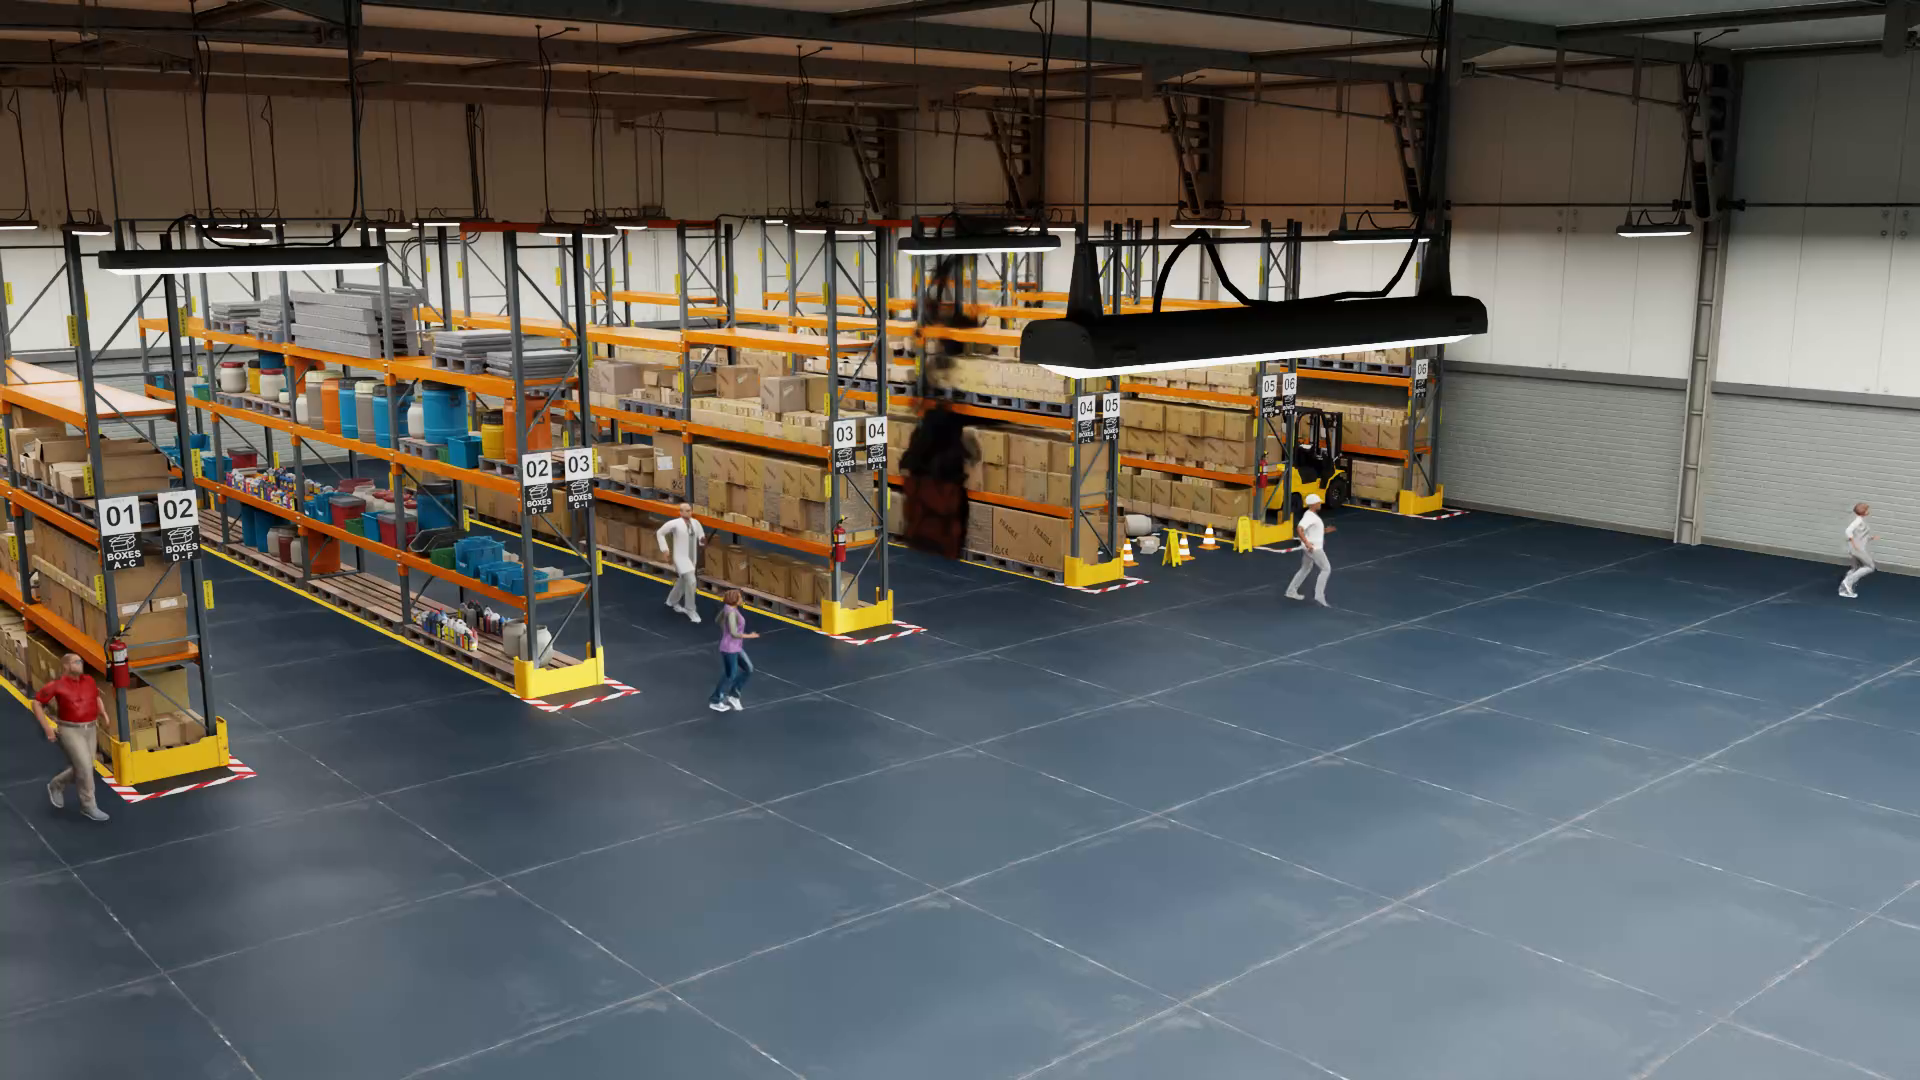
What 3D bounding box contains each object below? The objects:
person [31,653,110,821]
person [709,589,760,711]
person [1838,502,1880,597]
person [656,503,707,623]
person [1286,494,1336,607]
[{"bbox_3d":[-9.270,2.044,17.502,0.840,1.716,0.701,4,12,18],"label":"person"},{"bbox_3d":[-2.846,1.401,20.958,0.669,1.626,0.560,-1,11,-4],"label":"person"},{"bbox_3d":[14.654,0.167,27.055,0.552,1.562,0.533,4,12,21],"label":"person"},{"bbox_3d":[-4.257,0.336,25.709,0.937,1.847,0.666,8,14,34],"label":"person"},{"bbox_3d":[5.626,0.172,26.569,0.765,1.827,0.669,0,11,2],"label":"person"}]
